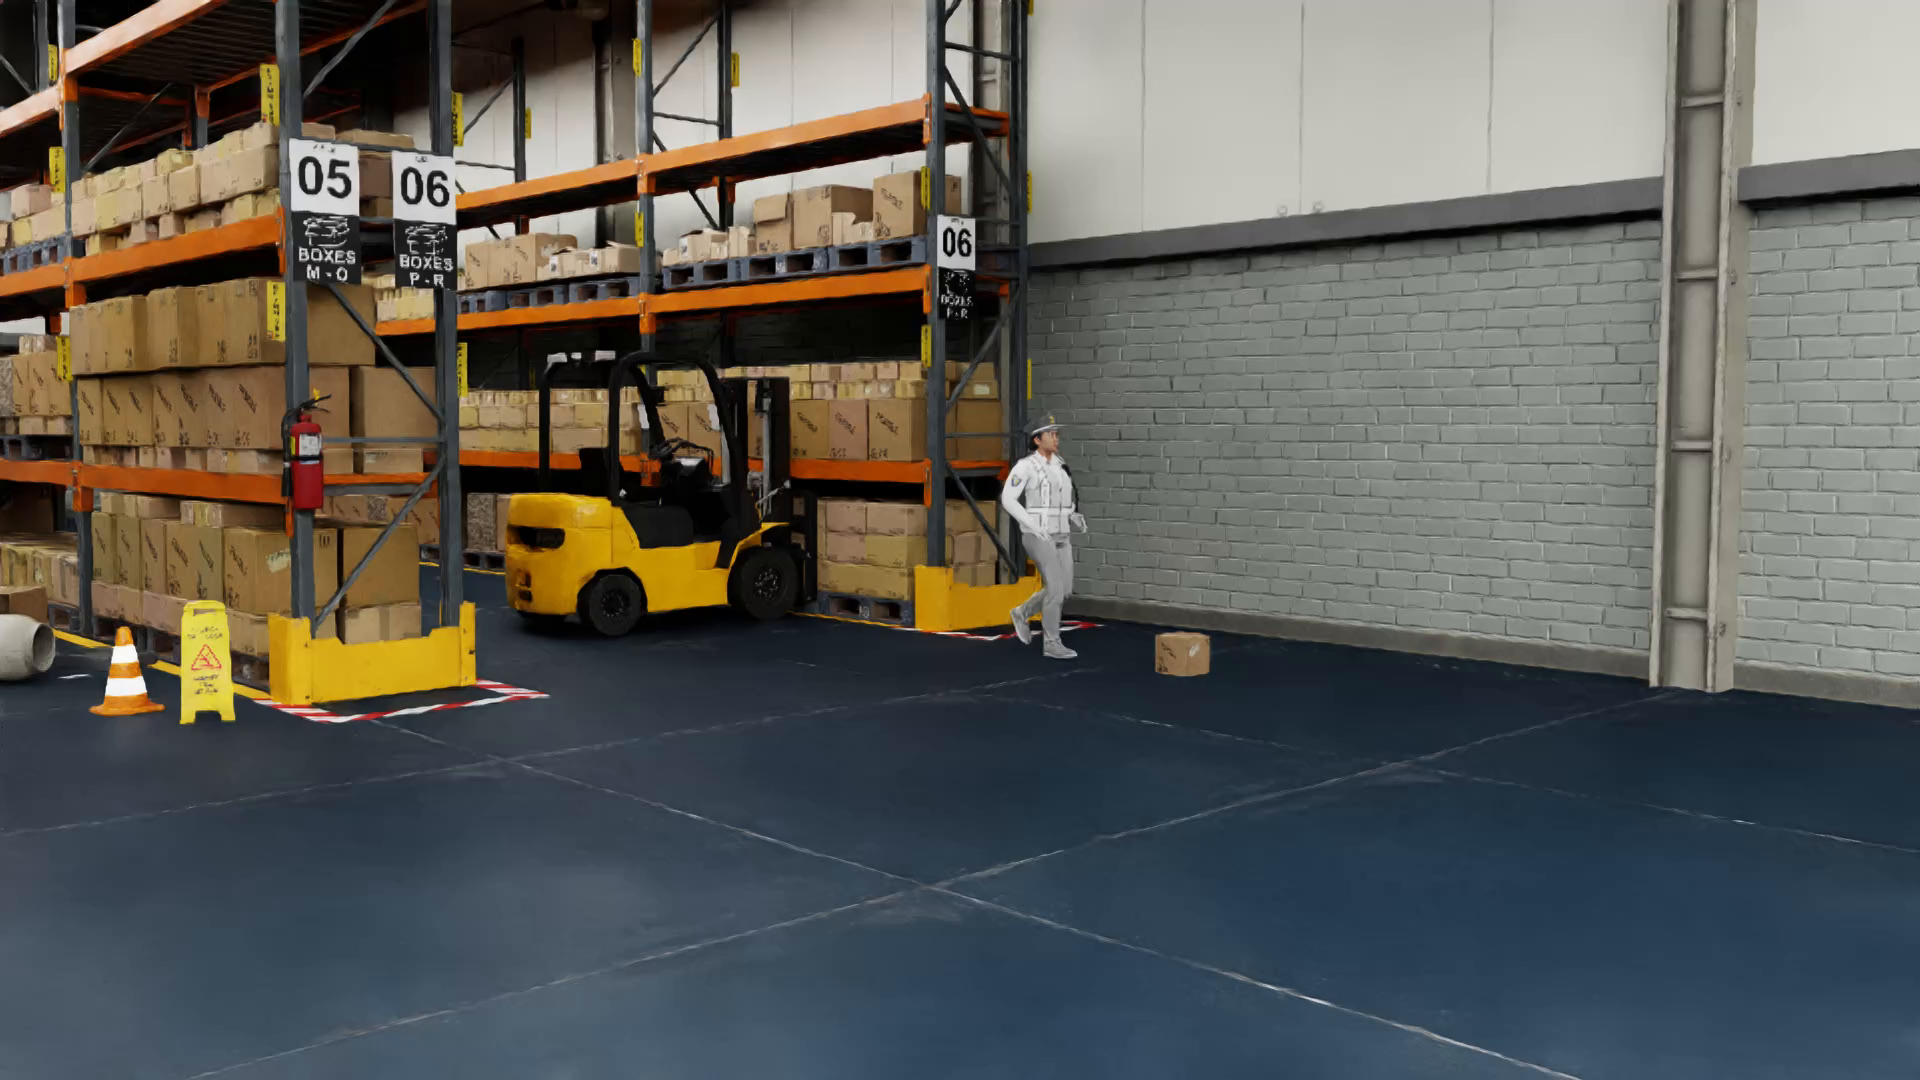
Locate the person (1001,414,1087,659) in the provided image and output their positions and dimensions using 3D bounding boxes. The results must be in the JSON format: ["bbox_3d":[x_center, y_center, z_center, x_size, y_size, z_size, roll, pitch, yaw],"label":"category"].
[{"bbox_3d":[0.582,-0.032,11.415,0.635,1.661,0.578,-4,6,-44],"label":"person"}]
